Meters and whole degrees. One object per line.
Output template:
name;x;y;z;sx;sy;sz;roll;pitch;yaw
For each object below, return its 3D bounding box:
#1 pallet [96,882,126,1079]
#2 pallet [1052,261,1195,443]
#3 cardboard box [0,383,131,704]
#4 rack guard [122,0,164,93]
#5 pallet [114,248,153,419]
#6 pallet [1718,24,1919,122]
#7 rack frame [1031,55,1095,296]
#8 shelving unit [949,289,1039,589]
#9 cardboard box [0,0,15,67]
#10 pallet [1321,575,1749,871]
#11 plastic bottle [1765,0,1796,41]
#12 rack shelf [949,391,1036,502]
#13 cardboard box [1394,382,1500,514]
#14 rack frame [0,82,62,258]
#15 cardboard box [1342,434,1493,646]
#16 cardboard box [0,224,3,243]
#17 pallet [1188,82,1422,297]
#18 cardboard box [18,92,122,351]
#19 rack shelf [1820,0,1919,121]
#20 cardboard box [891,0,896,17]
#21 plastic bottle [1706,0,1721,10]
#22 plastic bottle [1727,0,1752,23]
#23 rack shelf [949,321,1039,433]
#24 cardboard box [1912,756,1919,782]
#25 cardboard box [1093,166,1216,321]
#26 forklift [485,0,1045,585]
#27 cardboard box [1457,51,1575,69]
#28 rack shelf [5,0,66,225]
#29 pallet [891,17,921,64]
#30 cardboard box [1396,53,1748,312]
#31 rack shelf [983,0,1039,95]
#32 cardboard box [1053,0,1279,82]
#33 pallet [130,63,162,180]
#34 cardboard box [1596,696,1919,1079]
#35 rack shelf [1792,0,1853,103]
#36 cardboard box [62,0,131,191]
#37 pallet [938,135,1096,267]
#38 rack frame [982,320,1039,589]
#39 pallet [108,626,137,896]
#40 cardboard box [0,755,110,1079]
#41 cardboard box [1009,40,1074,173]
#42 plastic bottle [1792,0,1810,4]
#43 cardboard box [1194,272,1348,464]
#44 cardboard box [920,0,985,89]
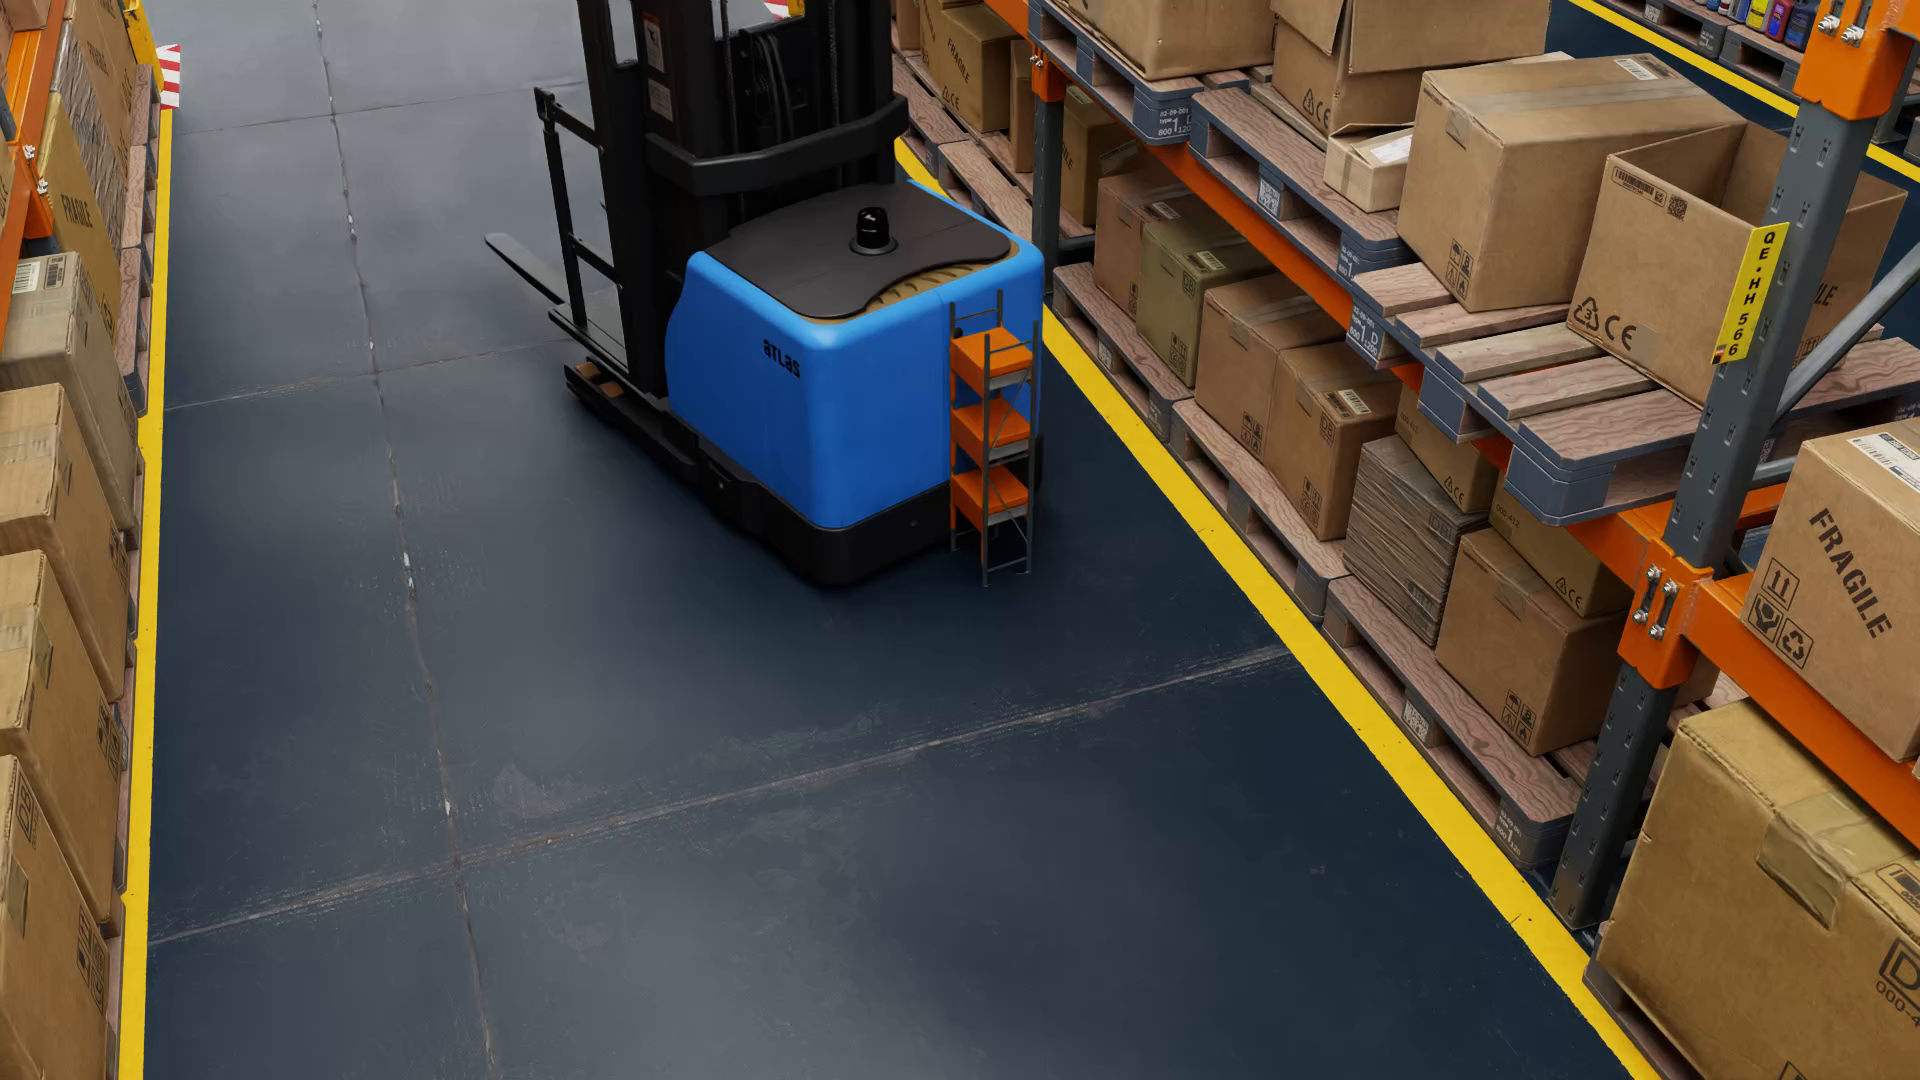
pallet;-2.696;1.412;4.200;1.003;0.211;1.213;-12;39;-16
pallet;1.089;-0.917;7.292;1.003;0.211;1.213;-12;39;-16
cardboard box;-3.246;0.108;5.134;1.050;0.750;0.750;-12;39;-16
rack guard;-5.257;-2.775;9.519;1.175;0.500;0.348;-12;39;-16
pallet;-4.060;-0.832;7.179;1.003;0.211;1.213;-12;39;-16
pallet;5.278;-2.770;9.752;1.003;0.211;1.213;-12;39;-16
rack frame;0.820;-2.470;7.036;1.000;3.000;0.127;-12;39;-16
shelving unit;0.112;-0.338;5.826;0.215;1.050;0.252;-18;40;-22
cardboard box;-4.221;-2.072;6.383;0.875;0.550;0.550;-12;39;-16
pallet;1.929;0.462;5.462;1.003;0.211;1.213;-12;39;-16
plastic bottle;4.817;-3.082;9.741;0.061;0.283;0.133;-10;38;-13
rack shelf;0.112;-0.329;5.832;0.215;0.259;0.240;-18;40;-22
cardboard box;1.745;-0.357;5.320;0.500;0.250;0.500;-8;38;-11
rack frame;-3.872;-1.500;5.749;1.000;3.000;0.127;-12;39;-16
cardboard box;1.744;-0.073;5.565;0.700;0.500;0.500;-16;40;-20
cardboard box;-3.268;-1.015;5.022;0.500;0.500;0.500;-13;39;-16
pallet;1.476;-1.244;5.567;1.003;0.211;1.213;-12;39;-16
cardboard box;-4.023;-1.189;6.752;0.875;0.875;0.875;-12;39;-15
rack shelf;2.884;0.009;1.850;1.077;0.370;4.000;-12;39;-16
cardboard box;-0.358;-3.543;10.189;0.500;0.500;0.500;-6;37;-7
plastic bottle;4.647;-3.388;10.157;0.097;0.271;0.097;0;37;0
plastic bottle;4.748;-3.271;9.998;0.152;0.276;0.135;-12;39;-15
rack shelf;0.112;-0.556;5.662;0.215;0.259;0.240;-18;40;-22
cardboard box;2.288;0.371;3.181;0.500;0.500;0.500;-13;39;-17
cardboard box;1.011;-1.296;7.189;0.700;0.500;0.500;-15;40;-19
forklift;-1.006;-1.832;6.246;1.130;2.935;3.031;-26;44;-30
cardboard box;1.835;-1.313;5.275;0.500;0.250;0.500;-14;39;-17
rack shelf;-4.560;-2.343;7.465;1.077;0.370;4.000;-12;39;-16
pallet;-0.284;-3.107;10.199;1.003;0.211;1.213;-12;39;-16
cardboard box;1.687;-1.010;4.665;0.700;0.500;0.500;-7;38;-9
rack shelf;0.131;-3.313;8.753;1.077;0.370;4.000;-12;39;-16
cardboard box;0.962;-2.400;6.095;1.000;1.000;1.000;-12;39;-16
pallet;-4.900;-2.211;9.009;1.003;0.211;1.213;-12;39;-16
cardboard box;2.414;0.865;4.026;1.225;0.875;0.875;-14;39;-18
rack shelf;1.508;-2.251;4.850;1.077;0.370;4.000;-12;39;-16
cardboard box;-4.649;-2.213;8.112;0.875;0.875;0.875;-13;39;-17
pallet;0.555;-1.728;8.369;1.003;0.211;1.213;-12;39;-16
rack frame;0.170;-0.273;5.740;0.200;1.050;0.008;-18;40;-22
pallet;-3.112;0.724;5.113;1.003;0.211;1.213;-12;39;-16
cardboard box;-2.621;1.128;3.781;1.050;0.750;0.750;-13;39;-17
cardboard box;0.515;-2.196;8.400;0.500;0.500;0.500;-1;37;-1
plastic bottle;5.240;-3.427;10.205;0.152;0.276;0.135;-12;39;-16
cardboard box;1.350;-0.707;6.407;0.700;0.500;0.500;-16;40;-20
cardboard box;0.078;-2.855;9.275;0.500;0.500;0.500;-9;38;-12
